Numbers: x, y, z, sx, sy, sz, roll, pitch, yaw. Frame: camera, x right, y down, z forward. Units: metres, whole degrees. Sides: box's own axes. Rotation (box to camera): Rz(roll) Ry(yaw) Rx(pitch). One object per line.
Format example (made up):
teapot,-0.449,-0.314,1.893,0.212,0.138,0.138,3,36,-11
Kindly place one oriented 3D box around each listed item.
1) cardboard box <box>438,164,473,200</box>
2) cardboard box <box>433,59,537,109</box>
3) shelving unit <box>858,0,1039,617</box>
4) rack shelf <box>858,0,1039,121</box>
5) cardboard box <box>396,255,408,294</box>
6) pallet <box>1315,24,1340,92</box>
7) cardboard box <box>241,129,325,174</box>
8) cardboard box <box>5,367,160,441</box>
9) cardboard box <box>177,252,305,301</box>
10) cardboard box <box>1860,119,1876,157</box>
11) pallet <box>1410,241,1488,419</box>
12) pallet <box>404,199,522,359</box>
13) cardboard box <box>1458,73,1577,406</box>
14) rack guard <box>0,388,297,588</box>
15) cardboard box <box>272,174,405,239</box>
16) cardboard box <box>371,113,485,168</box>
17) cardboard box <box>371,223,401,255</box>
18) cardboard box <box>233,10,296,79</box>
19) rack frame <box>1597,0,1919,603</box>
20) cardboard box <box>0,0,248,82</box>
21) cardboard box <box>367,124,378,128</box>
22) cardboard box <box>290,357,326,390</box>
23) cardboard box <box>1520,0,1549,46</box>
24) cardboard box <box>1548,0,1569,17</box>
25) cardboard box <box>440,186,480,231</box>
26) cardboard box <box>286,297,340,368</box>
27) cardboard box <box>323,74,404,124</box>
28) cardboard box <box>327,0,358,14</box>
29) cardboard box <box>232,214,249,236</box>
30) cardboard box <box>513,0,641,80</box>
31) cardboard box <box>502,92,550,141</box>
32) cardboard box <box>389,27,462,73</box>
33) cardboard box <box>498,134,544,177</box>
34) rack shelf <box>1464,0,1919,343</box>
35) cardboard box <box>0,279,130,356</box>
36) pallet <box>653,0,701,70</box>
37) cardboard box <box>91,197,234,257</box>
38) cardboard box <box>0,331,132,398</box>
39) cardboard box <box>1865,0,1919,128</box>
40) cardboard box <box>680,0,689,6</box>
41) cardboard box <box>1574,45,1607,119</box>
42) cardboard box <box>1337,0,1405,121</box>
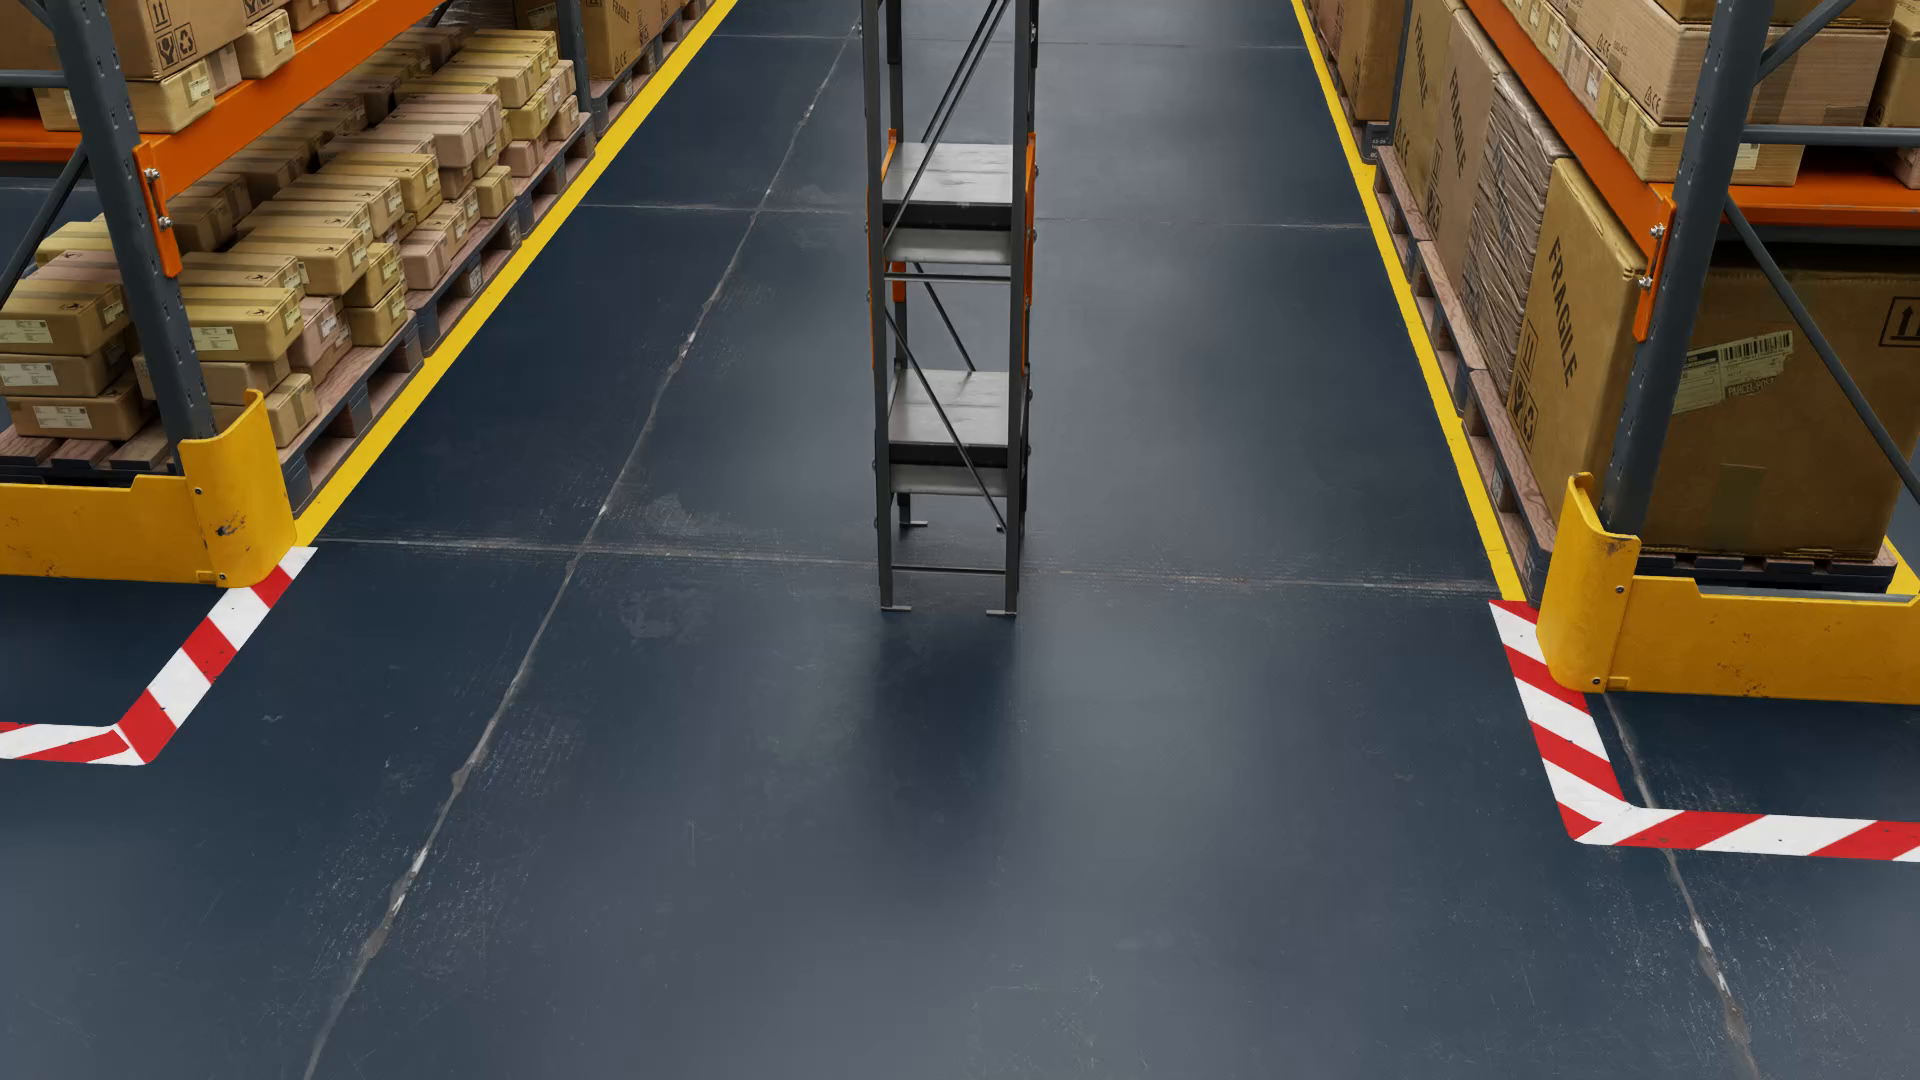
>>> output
cardboard box,-2.251,-1.526,6.900,0.380,0.149,0.250,1,32,2
cardboard box,-2.131,-2.051,7.469,0.380,0.149,0.250,2,32,4
shelving unit,-0.013,-0.807,4.559,0.431,2.100,0.503,2,32,4
rack shelf,-0.014,-1.392,4.199,0.431,0.518,0.480,2,32,4
cardboard box,-2.322,-0.966,6.276,0.380,0.149,0.250,3,32,4
pallet,2.652,-2.890,9.738,1.003,0.211,1.213,2,32,4
cardboard box,-2.755,-1.526,6.618,0.380,0.149,0.250,3,32,4
cardboard box,-2.858,-0.453,5.443,0.380,0.149,0.250,3,32,5
cardboard box,-2.409,-0.831,5.489,0.380,0.149,0.250,3,32,5
cardboard box,2.620,-1.138,4.477,0.380,0.149,0.250,2,32,3
pallet,2.331,-0.810,6.362,1.003,0.211,1.213,2,32,4
pallet,-2.483,-1.116,6.859,1.003,0.211,1.213,2,32,4
cardboard box,2.289,-1.027,5.683,0.875,0.875,0.875,2,32,4
rack guard,-2.687,-0.179,5.064,1.175,0.500,0.348,2,32,4
cardboard box,-2.291,-1.235,6.145,0.380,0.149,0.250,4,32,6
cardboard box,-2.170,-1.631,6.788,0.380,0.149,0.250,1,32,2
cardboard box,-2.328,-1.103,6.215,0.380,0.149,0.250,1,32,2
cardboard box,-2.285,-1.525,5.106,0.380,0.149,0.250,2,32,3
rack frame,2.242,-0.939,3.915,1.000,3.000,0.127,2,32,4
cardboard box,-2.381,-1.596,4.602,0.500,0.500,0.500,4,32,6
cardboard box,-2.656,-1.805,7.353,0.380,0.149,0.250,1,32,1
cardboard box,-2.392,-0.569,5.632,0.380,0.149,0.250,2,32,4
cardboard box,2.045,-1.702,5.392,0.380,0.149,0.250,3,32,4
cardboard box,2.100,-1.798,5.168,0.500,0.250,0.500,1,32,2
cardboard box,-2.232,-1.366,6.925,0.380,0.149,0.250,3,32,5
cardboard box,-2.316,-0.699,5.559,0.380,0.149,0.250,2,32,4
cardboard box,-2.653,-1.929,7.271,0.380,0.149,0.250,2,32,3
cardboard box,-2.306,-1.935,5.771,0.380,0.149,0.250,2,32,3
cardboard box,-2.865,-1.127,6.253,0.380,0.149,0.250,3,32,5
cardboard box,-2.043,-2.785,8.892,0.500,0.500,0.500,4,32,6
cardboard box,-2.090,-1.926,7.550,0.380,0.149,0.250,1,32,2
cardboard box,-2.602,-2.342,7.942,0.380,0.149,0.250,4,32,6
cardboard box,-2.121,-1.768,7.576,0.380,0.149,0.250,1,32,2
rack shelf,2.405,-1.679,5.800,1.077,0.370,4.000,2,32,4
cardboard box,-2.902,-0.710,5.293,0.380,0.149,0.250,3,32,5
pallet,-2.209,-3.155,10.168,1.003,0.211,1.213,2,32,4
cardboard box,-2.846,-1.112,5.946,0.380,0.149,0.250,1,32,2
cardboard box,-2.934,-0.584,5.372,0.380,0.149,0.250,2,32,3
cardboard box,2.551,-1.241,4.265,0.500,0.250,0.500,2,32,3
cardboard box,-1.907,-3.598,10.211,0.500,0.500,0.500,1,32,2
cardboard box,1.984,-1.300,4.740,0.380,0.149,0.250,3,32,4
cardboard box,2.600,-2.640,8.300,1.225,0.875,0.875,3,32,4
